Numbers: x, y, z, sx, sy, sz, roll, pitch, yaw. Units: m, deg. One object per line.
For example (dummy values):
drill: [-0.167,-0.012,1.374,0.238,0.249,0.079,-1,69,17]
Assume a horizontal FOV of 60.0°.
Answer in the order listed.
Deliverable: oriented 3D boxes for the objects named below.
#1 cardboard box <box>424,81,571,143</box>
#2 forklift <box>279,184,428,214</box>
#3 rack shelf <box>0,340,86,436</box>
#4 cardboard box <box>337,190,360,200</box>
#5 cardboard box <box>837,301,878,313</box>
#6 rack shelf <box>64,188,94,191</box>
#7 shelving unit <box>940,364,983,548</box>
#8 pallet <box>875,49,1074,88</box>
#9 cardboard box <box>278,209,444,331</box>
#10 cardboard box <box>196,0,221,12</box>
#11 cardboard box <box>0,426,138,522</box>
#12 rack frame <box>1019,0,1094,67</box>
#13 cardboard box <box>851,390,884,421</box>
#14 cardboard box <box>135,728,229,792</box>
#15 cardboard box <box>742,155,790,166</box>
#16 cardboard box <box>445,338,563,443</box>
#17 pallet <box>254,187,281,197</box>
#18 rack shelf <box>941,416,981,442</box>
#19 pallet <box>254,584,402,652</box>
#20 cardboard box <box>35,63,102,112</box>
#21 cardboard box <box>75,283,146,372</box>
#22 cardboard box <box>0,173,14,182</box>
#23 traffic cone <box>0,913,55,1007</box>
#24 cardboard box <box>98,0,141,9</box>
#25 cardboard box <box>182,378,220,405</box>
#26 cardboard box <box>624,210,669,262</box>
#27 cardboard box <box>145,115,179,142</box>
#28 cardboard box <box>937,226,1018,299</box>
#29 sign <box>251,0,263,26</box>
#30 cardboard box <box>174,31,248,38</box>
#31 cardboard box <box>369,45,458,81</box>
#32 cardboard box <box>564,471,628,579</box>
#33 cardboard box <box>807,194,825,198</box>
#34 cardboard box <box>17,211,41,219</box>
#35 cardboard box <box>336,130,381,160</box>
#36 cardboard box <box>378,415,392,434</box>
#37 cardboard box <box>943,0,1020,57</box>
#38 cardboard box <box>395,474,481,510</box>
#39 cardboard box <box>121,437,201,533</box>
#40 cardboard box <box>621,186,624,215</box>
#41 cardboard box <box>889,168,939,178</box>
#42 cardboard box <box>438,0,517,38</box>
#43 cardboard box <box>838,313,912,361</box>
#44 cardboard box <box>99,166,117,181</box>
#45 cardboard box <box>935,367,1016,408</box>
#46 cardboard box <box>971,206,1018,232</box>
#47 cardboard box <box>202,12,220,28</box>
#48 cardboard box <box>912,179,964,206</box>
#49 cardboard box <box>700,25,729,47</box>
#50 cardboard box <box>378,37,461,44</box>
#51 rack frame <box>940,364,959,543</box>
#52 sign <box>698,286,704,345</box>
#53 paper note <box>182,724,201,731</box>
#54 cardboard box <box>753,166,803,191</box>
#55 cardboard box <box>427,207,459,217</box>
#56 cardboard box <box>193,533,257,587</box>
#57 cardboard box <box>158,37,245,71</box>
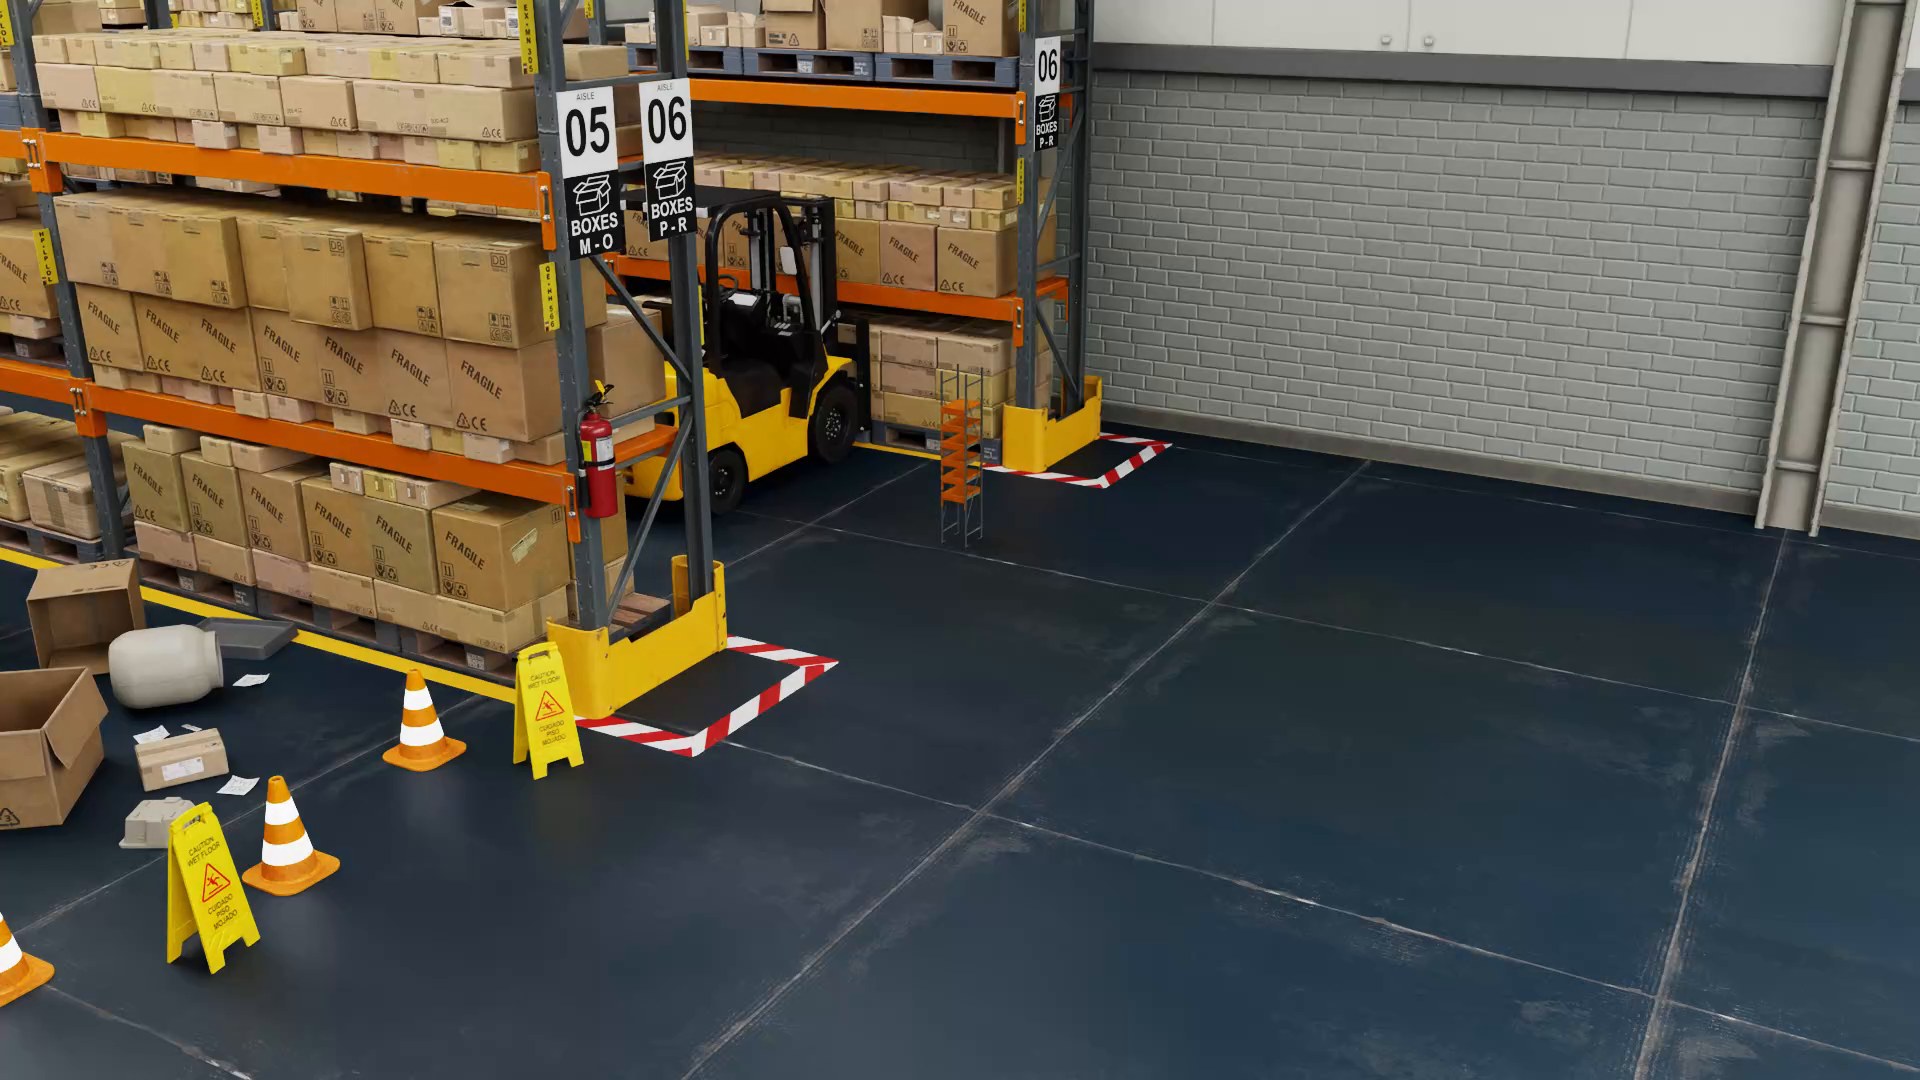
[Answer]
cardboard box: [-2.275,-2.130,8.223,0.500,0.250,0.500,10,22,27]
forklift: [-4.277,-2.034,12.674,3.031,2.935,1.130,11,23,28]
rack shelf: [-6.935,-1.305,11.619,4.000,0.370,1.077,11,23,27]
cardboard box: [-5.559,-3.389,15.795,0.500,0.250,0.500,12,23,29]
cardboard box: [-0.920,-1.891,14.128,0.500,0.250,0.500,10,22,26]
rack shelf: [-8.010,-3.449,17.528,4.000,0.370,1.077,11,23,27]
shelving unit: [0.013,-0.562,11.154,0.189,1.200,0.258,11,23,27]
pallet: [0.116,-3.618,12.670,1.213,0.211,1.003,11,23,27]
cardboard box: [-3.183,-1.463,8.950,0.500,0.500,0.700,10,22,27]
cardboard box: [-7.143,-5.194,16.087,0.250,0.149,0.380,10,22,26]
cardboard box: [-6.277,-0.478,11.521,0.625,0.372,0.950,12,23,31]
rack frame: [0.721,-4.944,11.798,0.127,3.000,1.000,11,23,27]
cardboard box: [-0.706,-1.184,13.647,0.500,0.250,0.500,11,23,28]
cardboard box: [-3.826,1.078,8.175,0.380,0.149,0.250,-11,23,-29]
cardboard box: [-1.660,-3.201,14.255,0.250,0.149,0.380,10,22,26]
cardboard box: [-2.305,-0.841,8.701,0.500,0.500,0.500,10,22,26]
pallet: [-6.890,-3.456,16.775,1.003,0.211,1.213,11,23,27]
rack shelf: [0.013,-0.745,11.087,0.180,0.103,0.258,11,23,27]
pallet: [-3.516,0.304,10.218,1.213,0.211,1.003,11,23,27]
cardboard box: [-4.938,-2.635,9.617,0.500,0.250,0.500,10,22,26]
cardboard box: [-4.941,-1.341,10.081,0.500,0.500,0.500,11,23,27]
cardboard box: [-10.395,-4.016,18.406,0.250,0.149,0.380,11,23,29]
traffic cone: [-3.794,1.526,6.478,0.334,0.463,0.336,11,23,27]
cardboard box: [-8.336,-5.377,16.560,0.250,0.149,0.380,11,23,28]
cardboard box: [-4.379,-0.932,9.903,0.250,0.149,0.380,12,23,29]
cardboard box: [-2.512,-2.684,14.220,0.500,0.500,0.500,10,22,26]
cardboard box: [-4.366,-2.356,9.430,0.250,0.149,0.380,12,23,29]
cardboard box: [0.163,-2.174,12.814,0.500,0.500,0.500,10,22,26]
sign: [-6.530,-4.946,15.445,0.005,0.325,0.100,11,23,27]
cardboard box: [-4.358,-2.899,9.760,0.250,0.149,0.380,11,23,29]
cardboard box: [-2.771,-2.430,8.464,0.250,0.149,0.380,11,23,28]
cardboard box: [-2.287,-0.123,9.622,0.500,0.500,0.500,10,22,26]
cardboard box: [-1.025,-2.724,13.379,0.250,0.149,0.380,11,22,27]
cardboard box: [-5.896,-1.941,11.120,0.500,0.500,0.500,11,23,27]
cardboard box: [-3.023,-2.089,8.694,0.250,0.149,0.380,11,22,27]
cardboard box: [-3.011,-0.702,9.271,0.250,0.149,0.380,11,23,28]
cardboard box: [0.215,-3.826,12.207,0.500,0.500,0.500,12,23,29]
cardboard box: [-2.877,-0.304,9.171,0.250,0.149,0.380,12,23,29]
cardboard box: [-4.806,-0.390,10.357,0.500,0.500,0.500,12,23,30]
cardboard box: [-3.090,-3.114,15.038,0.500,0.250,0.500,10,22,26]
cardboard box: [-0.369,-2.910,13.455,0.250,0.149,0.380,12,23,29]
cardboard box: [-4.192,-4.577,14.554,0.500,0.311,0.500,10,22,25]
cardboard box: [-0.728,-1.647,13.455,0.500,0.250,0.500,11,23,28]
cardboard box: [-8.730,-3.908,17.322,0.258,0.266,0.396,12,23,30]
cardboard box: [0.143,-1.252,13.100,0.500,0.250,0.500,10,22,27]
cardboard box: [0.281,-2.450,12.622,0.250,0.149,0.380,11,23,28]
cardboard box: [-7.124,-5.069,16.176,0.250,0.149,0.380,11,23,28]
cardboard box: [-0.167,-2.680,12.819,0.250,0.149,0.380,11,23,28]
cardboard box: [-1.857,-4.033,13.290,0.250,0.149,0.380,12,23,29]
cardboard box: [-2.958,-2.674,9.137,0.250,0.149,0.380,11,23,29]
rack frame: [-0.067,-0.577,11.196,0.006,1.200,0.240,11,23,27]
sign: [-1.432,-1.214,9.044,0.005,0.325,0.100,11,23,27]
paper note: [-4.000,0.977,8.656,0.123,0.001,0.032,11,23,27]
cardboard box: [-1.475,-2.949,13.561,0.250,0.149,0.380,11,23,27]
cardboard box: [-4.654,-2.982,15.406,0.500,0.250,0.500,12,23,29]
cardboard box: [-4.334,0.048,10.249,0.500,0.250,0.500,12,23,30]
cardboard box: [-4.148,-2.669,9.124,0.250,0.149,0.380,10,22,26]
